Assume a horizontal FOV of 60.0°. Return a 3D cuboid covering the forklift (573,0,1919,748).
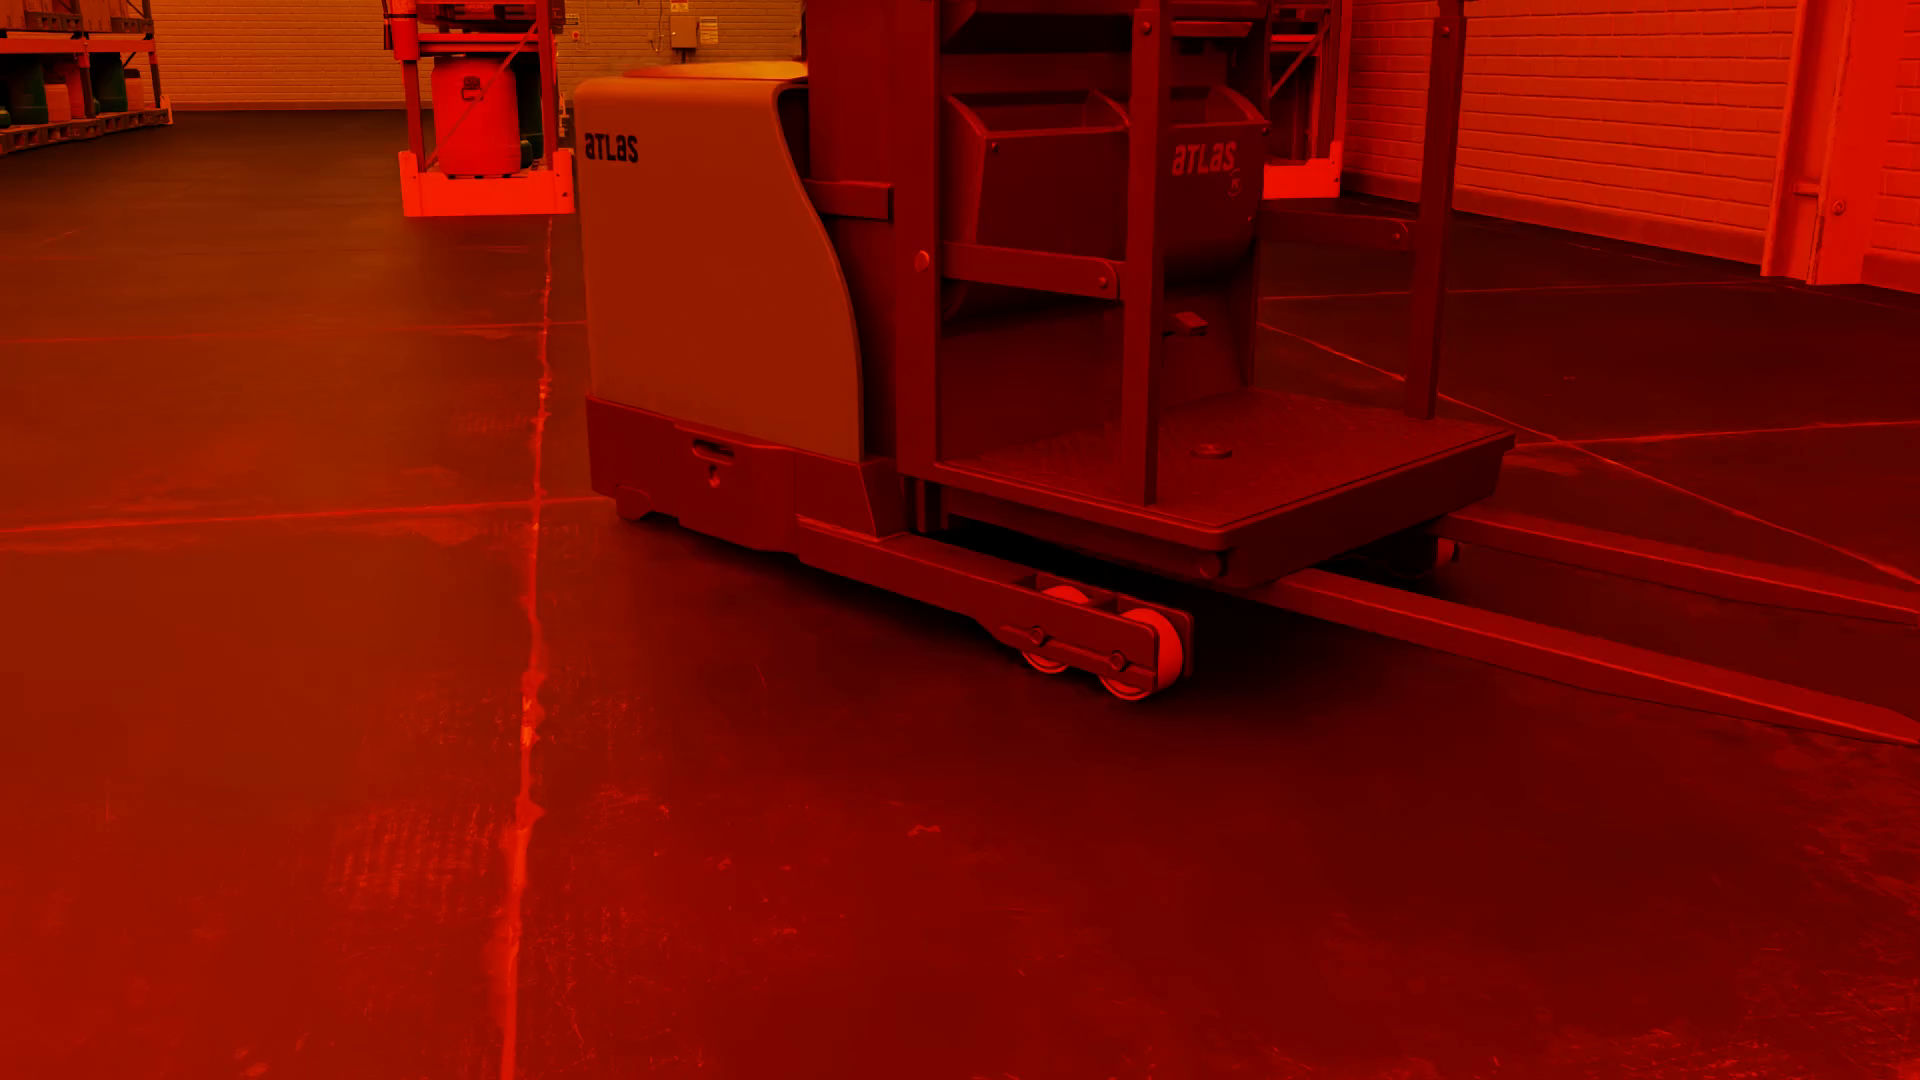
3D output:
[{"bbox_3d":[0.472,-1.279,3.173,3.031,2.935,1.130,15,23,42],"label":"forklift"}]
